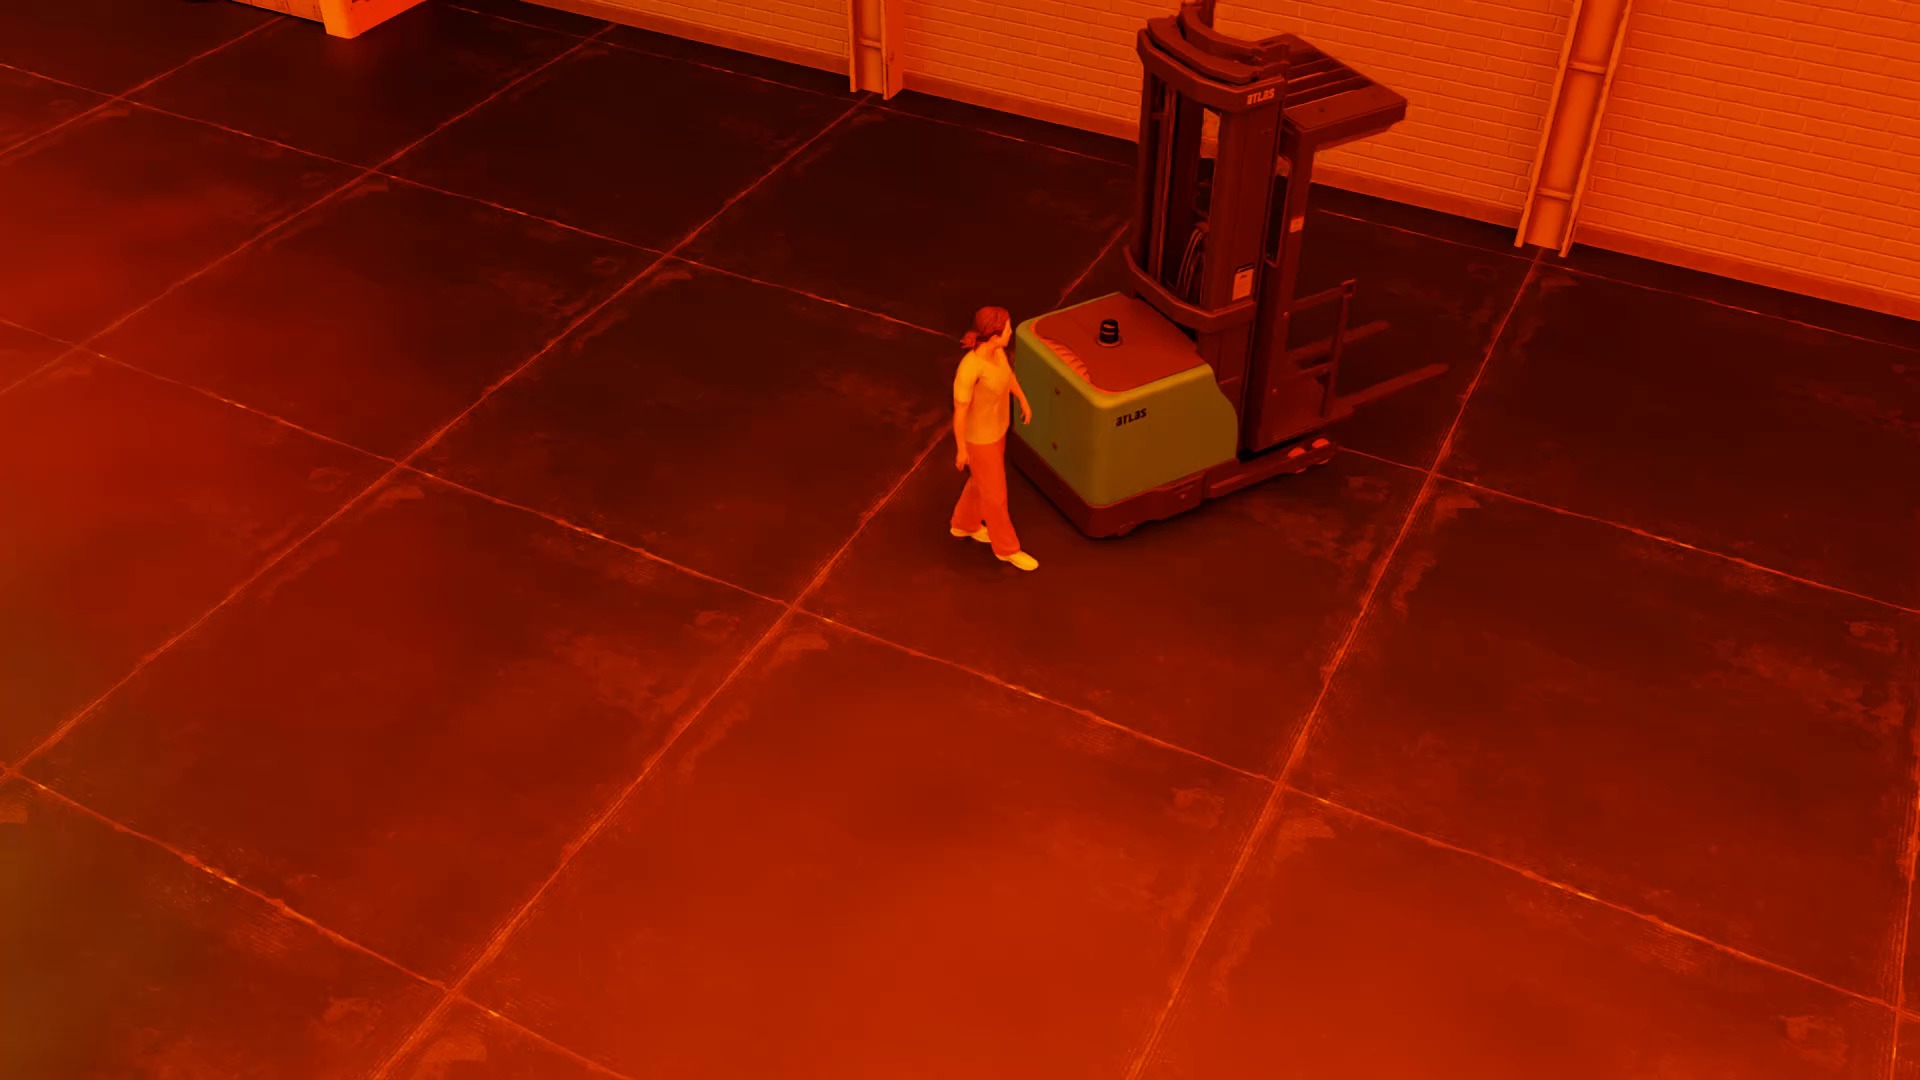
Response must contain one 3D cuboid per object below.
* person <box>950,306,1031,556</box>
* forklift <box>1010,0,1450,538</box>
[{"bbox_3d":[0.183,-0.658,9.718,0.504,1.596,0.618,14,42,16],"label":"person"},{"bbox_3d":[1.860,-1.829,10.158,3.031,2.935,1.130,-20,44,-22],"label":"forklift"}]
